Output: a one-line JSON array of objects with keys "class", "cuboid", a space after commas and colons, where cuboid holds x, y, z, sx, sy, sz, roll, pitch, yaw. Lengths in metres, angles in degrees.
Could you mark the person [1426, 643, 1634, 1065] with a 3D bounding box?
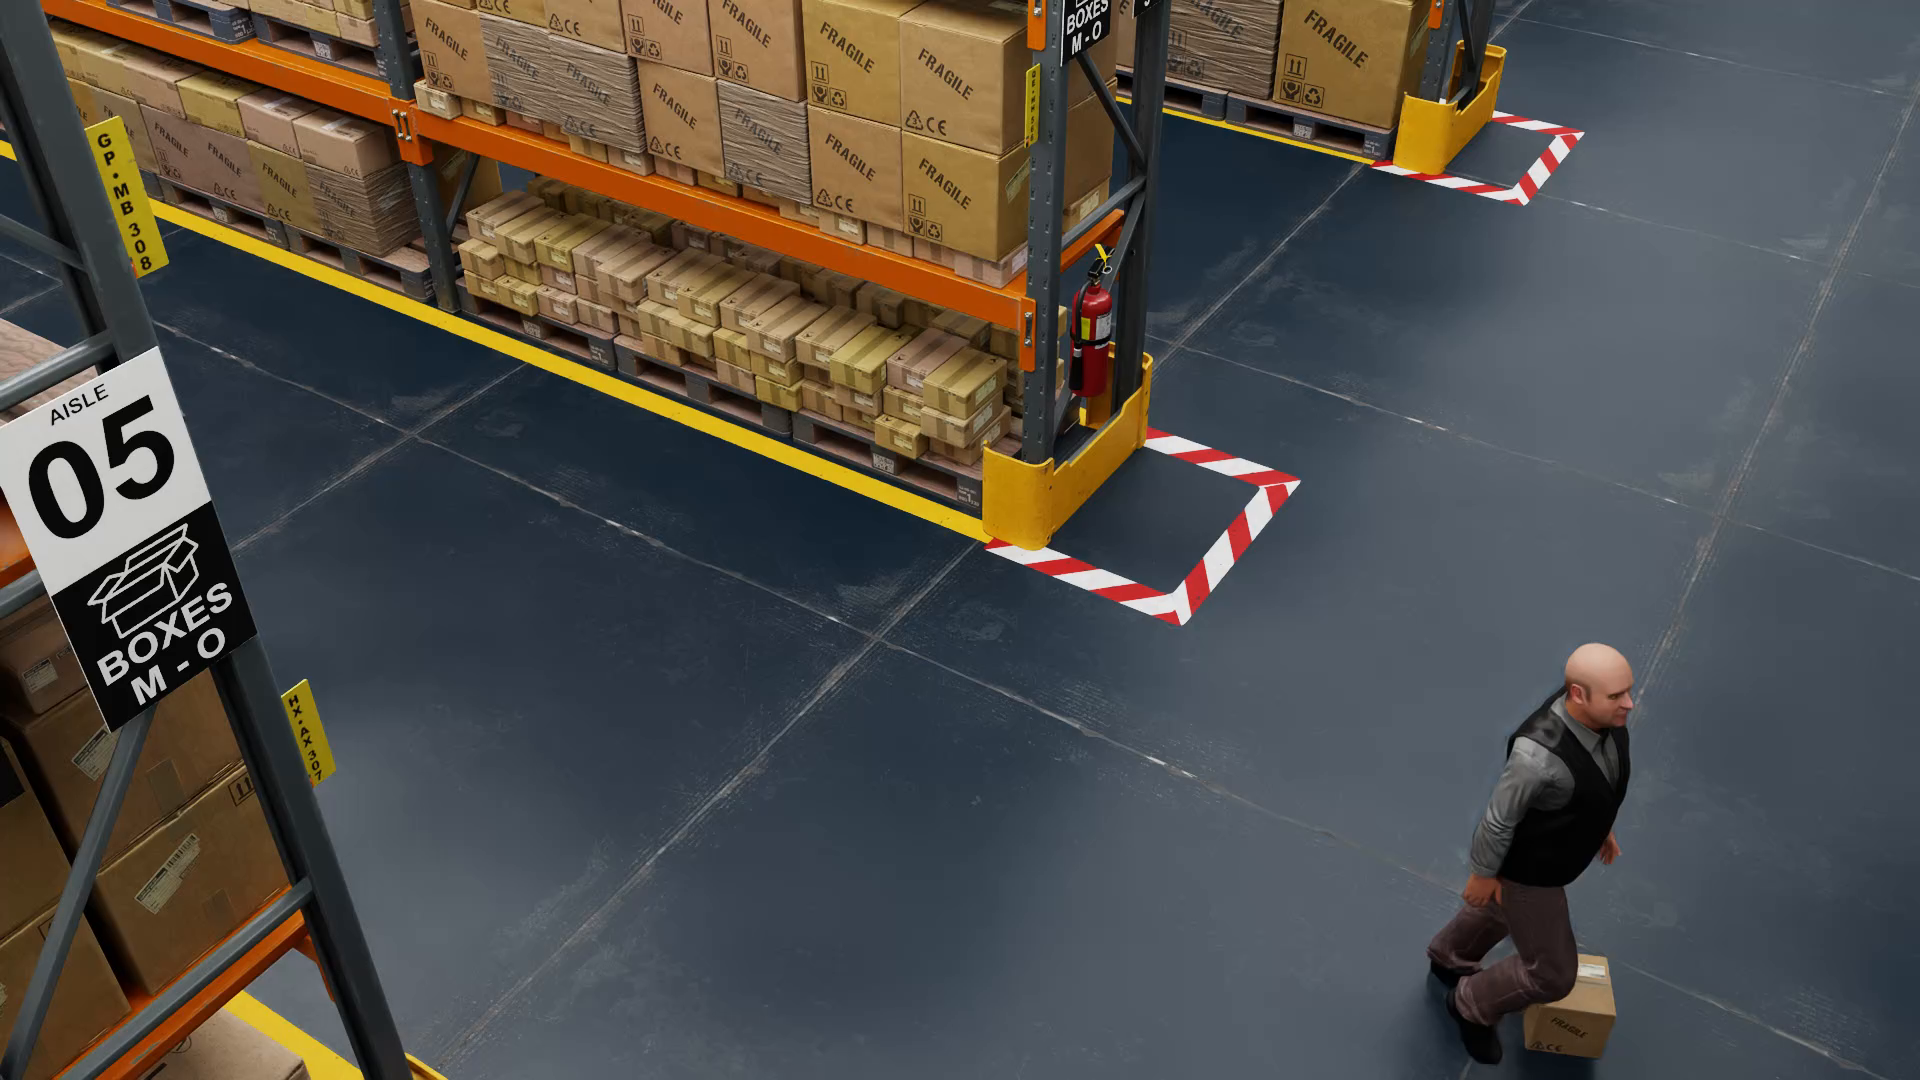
[{"class": "person", "cuboid": [1.869, 1.022, 5.397, 0.541, 1.760, 0.567, 28, 46, 31]}]
